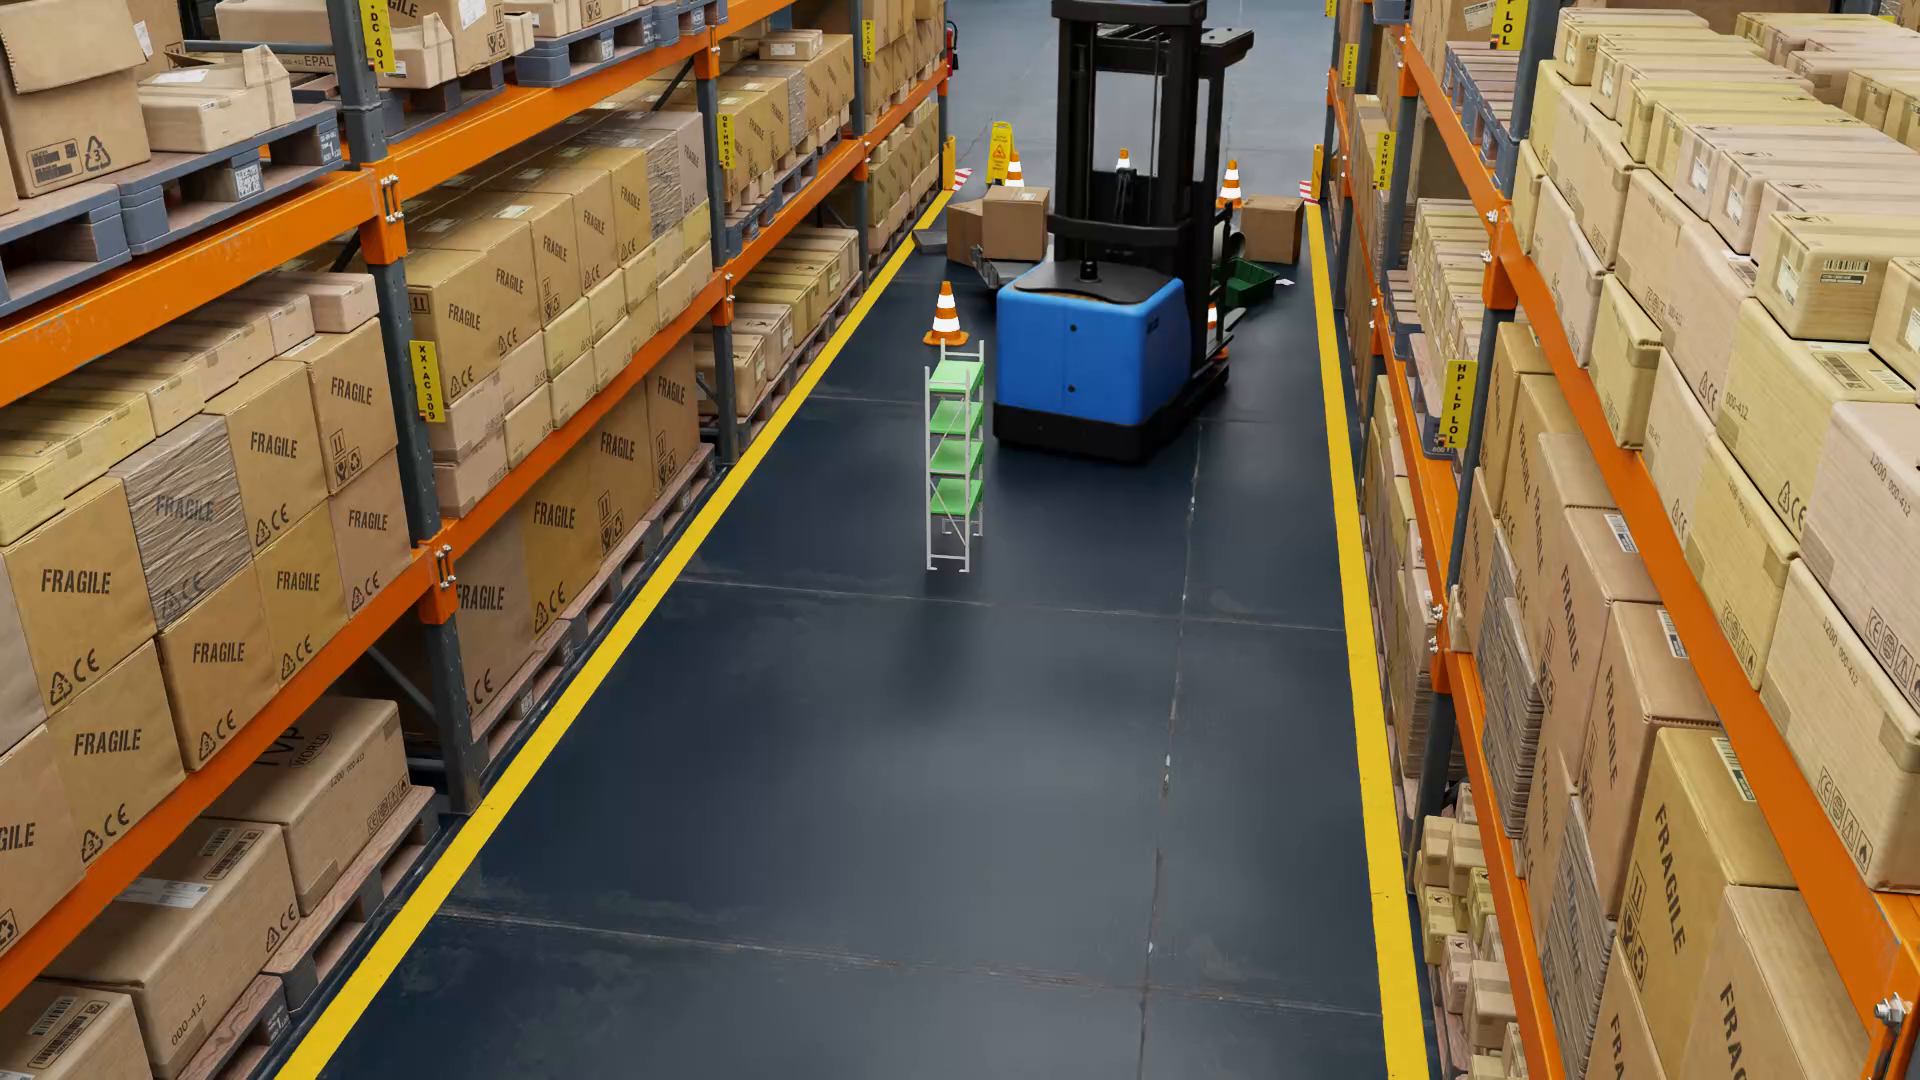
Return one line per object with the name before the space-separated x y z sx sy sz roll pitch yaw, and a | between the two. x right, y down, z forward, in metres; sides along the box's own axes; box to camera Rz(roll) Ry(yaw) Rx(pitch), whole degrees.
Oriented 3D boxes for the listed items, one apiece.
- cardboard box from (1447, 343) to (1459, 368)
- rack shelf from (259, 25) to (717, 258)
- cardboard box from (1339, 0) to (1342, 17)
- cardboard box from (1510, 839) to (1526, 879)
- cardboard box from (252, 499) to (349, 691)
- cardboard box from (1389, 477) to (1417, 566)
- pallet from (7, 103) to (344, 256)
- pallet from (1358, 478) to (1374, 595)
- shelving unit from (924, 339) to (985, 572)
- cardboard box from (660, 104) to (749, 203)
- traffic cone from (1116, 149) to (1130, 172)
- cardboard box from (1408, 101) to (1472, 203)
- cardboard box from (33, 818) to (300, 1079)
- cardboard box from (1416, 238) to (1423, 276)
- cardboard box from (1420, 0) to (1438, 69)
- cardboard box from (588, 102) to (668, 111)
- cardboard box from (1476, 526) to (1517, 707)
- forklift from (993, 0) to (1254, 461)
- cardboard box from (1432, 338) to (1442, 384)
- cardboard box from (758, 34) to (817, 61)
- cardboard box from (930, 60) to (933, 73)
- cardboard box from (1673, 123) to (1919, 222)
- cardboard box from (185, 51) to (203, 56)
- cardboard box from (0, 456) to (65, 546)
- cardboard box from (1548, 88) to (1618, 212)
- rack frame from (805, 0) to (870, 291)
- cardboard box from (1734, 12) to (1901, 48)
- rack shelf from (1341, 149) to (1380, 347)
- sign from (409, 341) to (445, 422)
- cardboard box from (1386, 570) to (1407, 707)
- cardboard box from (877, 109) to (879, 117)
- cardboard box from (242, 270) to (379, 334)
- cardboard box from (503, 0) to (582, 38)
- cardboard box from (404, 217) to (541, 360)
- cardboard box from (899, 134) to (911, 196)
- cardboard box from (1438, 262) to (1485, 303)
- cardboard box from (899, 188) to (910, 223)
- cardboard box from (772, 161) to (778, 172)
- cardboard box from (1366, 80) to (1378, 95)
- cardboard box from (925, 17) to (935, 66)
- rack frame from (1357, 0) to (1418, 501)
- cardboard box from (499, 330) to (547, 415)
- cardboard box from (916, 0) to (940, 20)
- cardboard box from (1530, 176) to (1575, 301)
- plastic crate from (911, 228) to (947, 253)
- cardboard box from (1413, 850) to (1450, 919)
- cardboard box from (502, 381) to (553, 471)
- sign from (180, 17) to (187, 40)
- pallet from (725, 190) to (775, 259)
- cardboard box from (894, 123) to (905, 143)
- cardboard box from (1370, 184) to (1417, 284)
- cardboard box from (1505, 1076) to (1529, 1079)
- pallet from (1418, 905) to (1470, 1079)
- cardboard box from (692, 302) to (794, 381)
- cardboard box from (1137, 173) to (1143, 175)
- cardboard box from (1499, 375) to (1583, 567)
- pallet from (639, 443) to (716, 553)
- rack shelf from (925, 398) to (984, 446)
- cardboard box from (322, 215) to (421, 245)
cardboard box | 2.343 -0.745 7.254 0.380 0.149 0.250 3 25 6
rack shelf | -2.270 -2.087 7.980 1.077 0.370 4.000 4 25 9
cardboard box | 4.166 -5.340 16.170 0.875 0.550 0.550 4 25 9
cardboard box | 1.767 0.847 4.699 0.380 0.149 0.250 5 26 11
cardboard box | -2.499 0.164 5.743 0.500 0.500 0.500 3 25 7
cardboard box | 2.345 -0.080 7.951 0.500 0.250 0.500 3 25 6
pallet | -2.740 -1.194 5.330 1.003 0.211 1.213 4 25 9
pallet | 2.828 0.000 9.501 1.003 0.211 1.213 4 25 9
shelving unit | -0.027 -0.474 9.348 0.258 1.200 0.503 4 25 9
cardboard box | -1.641 -2.433 10.445 0.500 0.500 0.500 3 25 7
traffic cone | 1.718 -3.884 17.501 0.336 0.463 0.334 4 25 9
cardboard box | 3.041 -2.275 9.775 0.700 0.500 0.500 4 25 8
cardboard box | -2.951 1.382 5.786 0.875 0.438 0.875 3 25 7
cardboard box | 2.638 -1.499 8.864 0.380 0.149 0.250 5 26 11
cardboard box | 2.527 -2.564 8.032 0.500 0.500 0.500 4 25 9
cardboard box | -2.143 -2.470 10.525 0.500 0.500 0.500 3 25 7
cardboard box | 1.900 0.300 5.101 0.500 0.500 0.500 4 25 9
forklift | 1.308 -2.431 11.487 1.130 2.935 3.031 11 27 23
cardboard box | 2.426 -0.830 7.785 0.380 0.149 0.250 3 25 7
cardboard box | -1.263 -3.613 12.202 0.380 0.149 0.250 3 25 6
cardboard box | -0.480 -4.732 16.617 0.380 0.149 0.250 4 25 8
cardboard box | 1.688 -0.743 3.378 0.380 0.149 0.250 3 25 7
cardboard box | -6.551 -4.004 13.883 0.380 0.149 0.250 3 25 7
cardboard box | -2.624 -0.112 4.387 0.380 0.149 0.250 3 25 7
cardboard box | 1.902 -1.041 4.485 0.500 0.250 0.500 4 25 8
rack frame | -1.289 -3.563 13.825 1.000 3.000 0.127 4 25 9
cardboard box | 2.523 -1.465 4.920 0.380 0.149 0.250 3 25 6
rack shelf | 3.284 -2.100 11.548 1.077 0.370 4.000 4 25 9
sign | -2.049 -0.608 6.395 0.100 0.325 0.005 4 25 9
cardboard box | 2.260 0.484 7.632 0.500 0.500 0.500 3 25 7
cardboard box | -0.918 -3.782 14.587 0.380 0.149 0.250 4 25 8
cardboard box | -2.333 -0.859 5.984 0.380 0.149 0.250 4 25 7
cardboard box | -1.952 -2.445 7.561 0.396 0.266 0.258 6 26 13
cardboard box | -2.185 -1.095 7.253 0.500 0.500 0.500 4 25 8
cardboard box | -0.764 -3.517 15.590 0.500 0.500 0.500 5 26 11
cardboard box | 2.477 -1.206 7.887 0.380 0.149 0.250 5 26 10
cardboard box | -0.766 -3.182 15.759 0.500 0.250 0.500 4 25 8
cardboard box | -1.501 -2.658 11.691 0.380 0.149 0.250 5 26 11
cardboard box | 3.660 -3.486 13.482 0.875 0.550 0.550 4 25 9
cardboard box | -0.539 -4.961 16.342 0.500 0.500 0.500 4 25 9
rack frame | 2.957 -1.590 9.608 1.000 3.000 0.127 4 25 9
cardboard box | -2.189 -0.761 7.424 0.500 0.250 0.500 4 25 9
cardboard box | -0.575 -5.209 15.692 0.700 0.500 0.500 4 25 8
cardboard box | 1.895 -0.822 4.606 0.500 0.250 0.500 4 25 8
plastic crate | -0.223 -2.841 15.725 0.402 0.080 0.583 -5 25 -10
cardboard box | 1.927 1.314 6.272 0.380 0.149 0.250 3 25 6
cardboard box | -2.181 -0.532 7.525 0.500 0.250 0.500 3 25 7
sign | -6.734 -4.372 14.436 0.100 0.325 0.005 4 25 9
pallet | -1.931 -2.109 10.944 1.213 0.211 1.003 4 25 9
cardboard box | -0.723 -3.746 15.313 0.380 0.149 0.250 5 26 12
cardboard box | 2.766 -1.842 10.029 0.500 0.500 0.500 4 25 9
cardboard box | 1.762 1.696 4.754 0.380 0.149 0.250 4 25 9
pallet | 2.229 1.629 6.020 1.003 0.211 1.213 4 25 9
cardboard box | -1.728 -1.435 11.883 0.950 0.372 0.625 4 25 8
cardboard box | 1.575 -3.196 15.984 0.797 0.503 0.637 -14 29 -27
cardboard box | 1.920 -0.160 4.905 0.500 0.500 0.500 3 25 7
pallet | -2.146 -0.303 10.148 1.003 0.211 1.213 4 25 9
rack shelf | -0.027 -0.634 9.273 0.258 0.148 0.480 4 25 9
cardboard box | -2.694 -1.137 7.343 0.500 0.500 0.500 5 25 10
